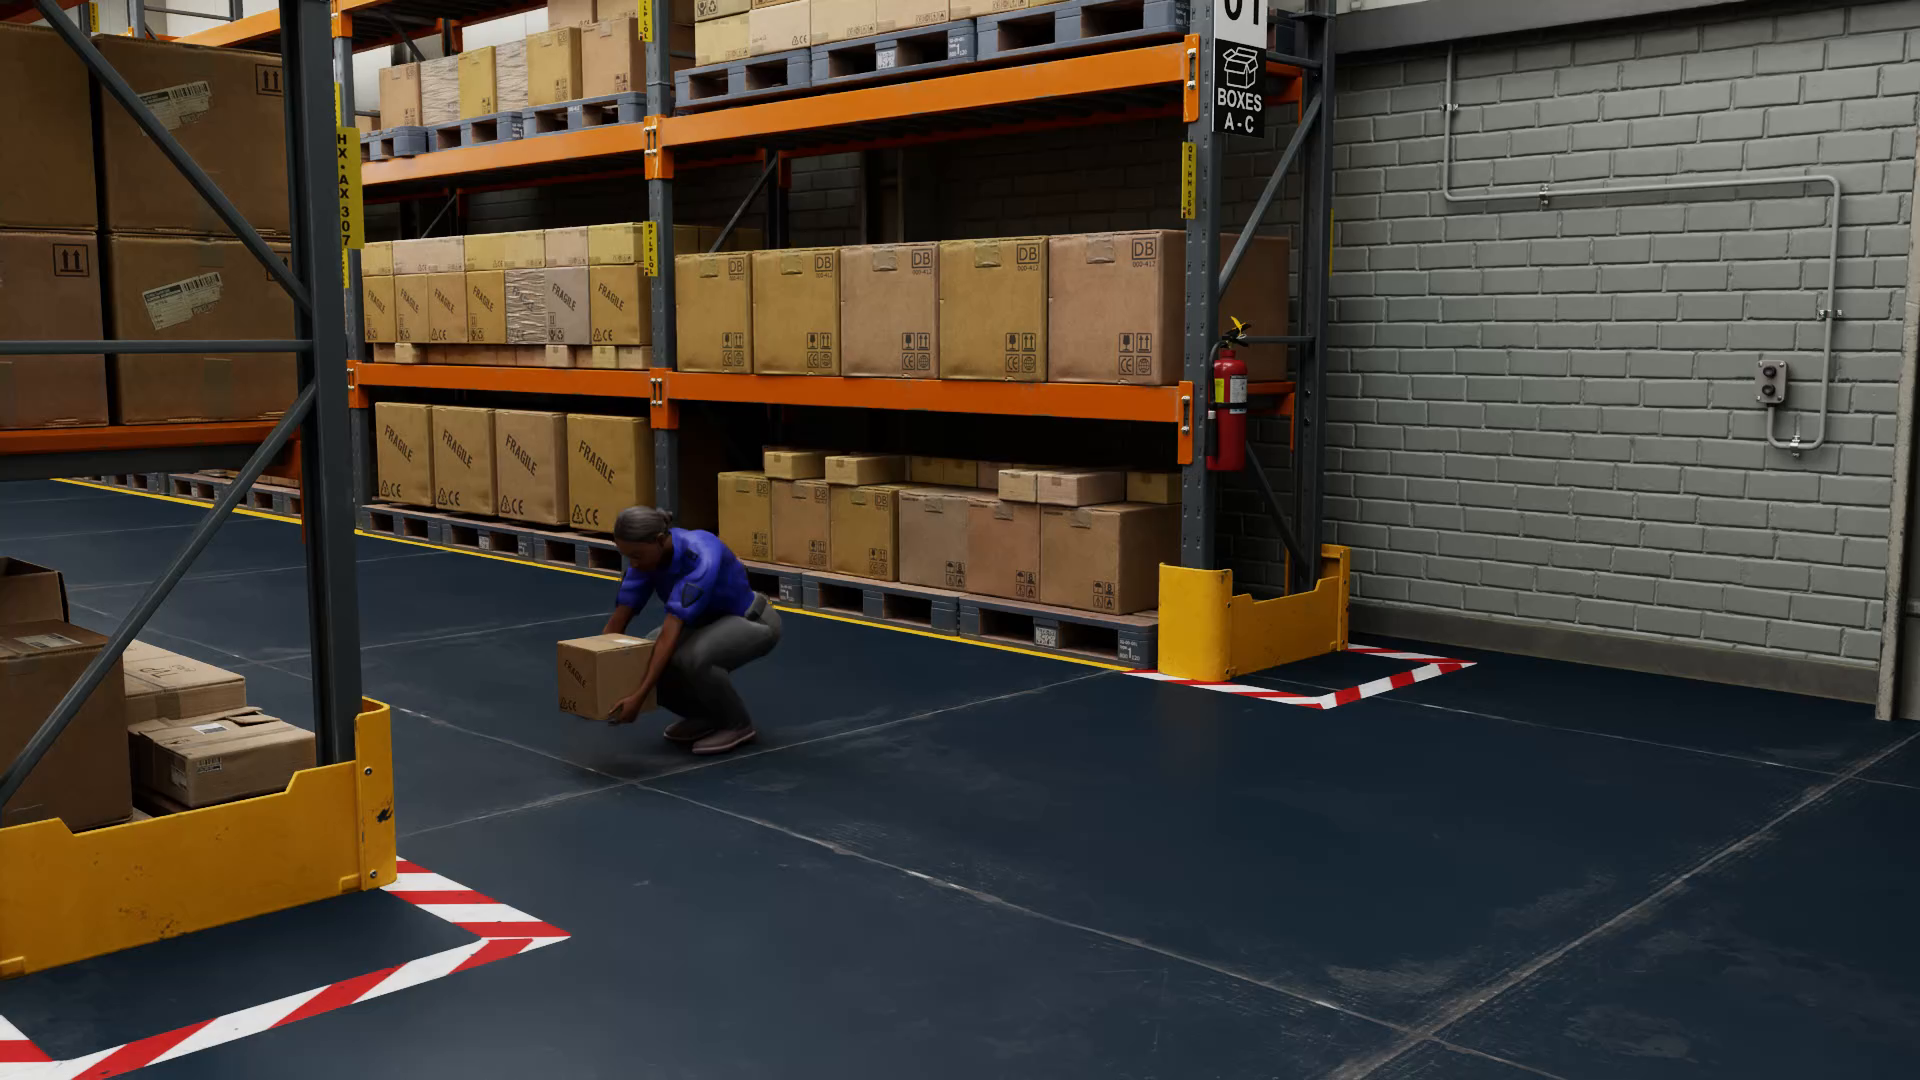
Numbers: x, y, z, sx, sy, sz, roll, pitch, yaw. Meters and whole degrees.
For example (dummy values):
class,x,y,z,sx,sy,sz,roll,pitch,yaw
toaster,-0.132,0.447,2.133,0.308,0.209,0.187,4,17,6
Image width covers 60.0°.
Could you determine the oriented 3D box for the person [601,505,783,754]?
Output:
class,x,y,z,sx,sy,sz,roll,pitch,yaw
person,-1.028,0.321,6.161,0.462,0.945,0.845,7,10,42
